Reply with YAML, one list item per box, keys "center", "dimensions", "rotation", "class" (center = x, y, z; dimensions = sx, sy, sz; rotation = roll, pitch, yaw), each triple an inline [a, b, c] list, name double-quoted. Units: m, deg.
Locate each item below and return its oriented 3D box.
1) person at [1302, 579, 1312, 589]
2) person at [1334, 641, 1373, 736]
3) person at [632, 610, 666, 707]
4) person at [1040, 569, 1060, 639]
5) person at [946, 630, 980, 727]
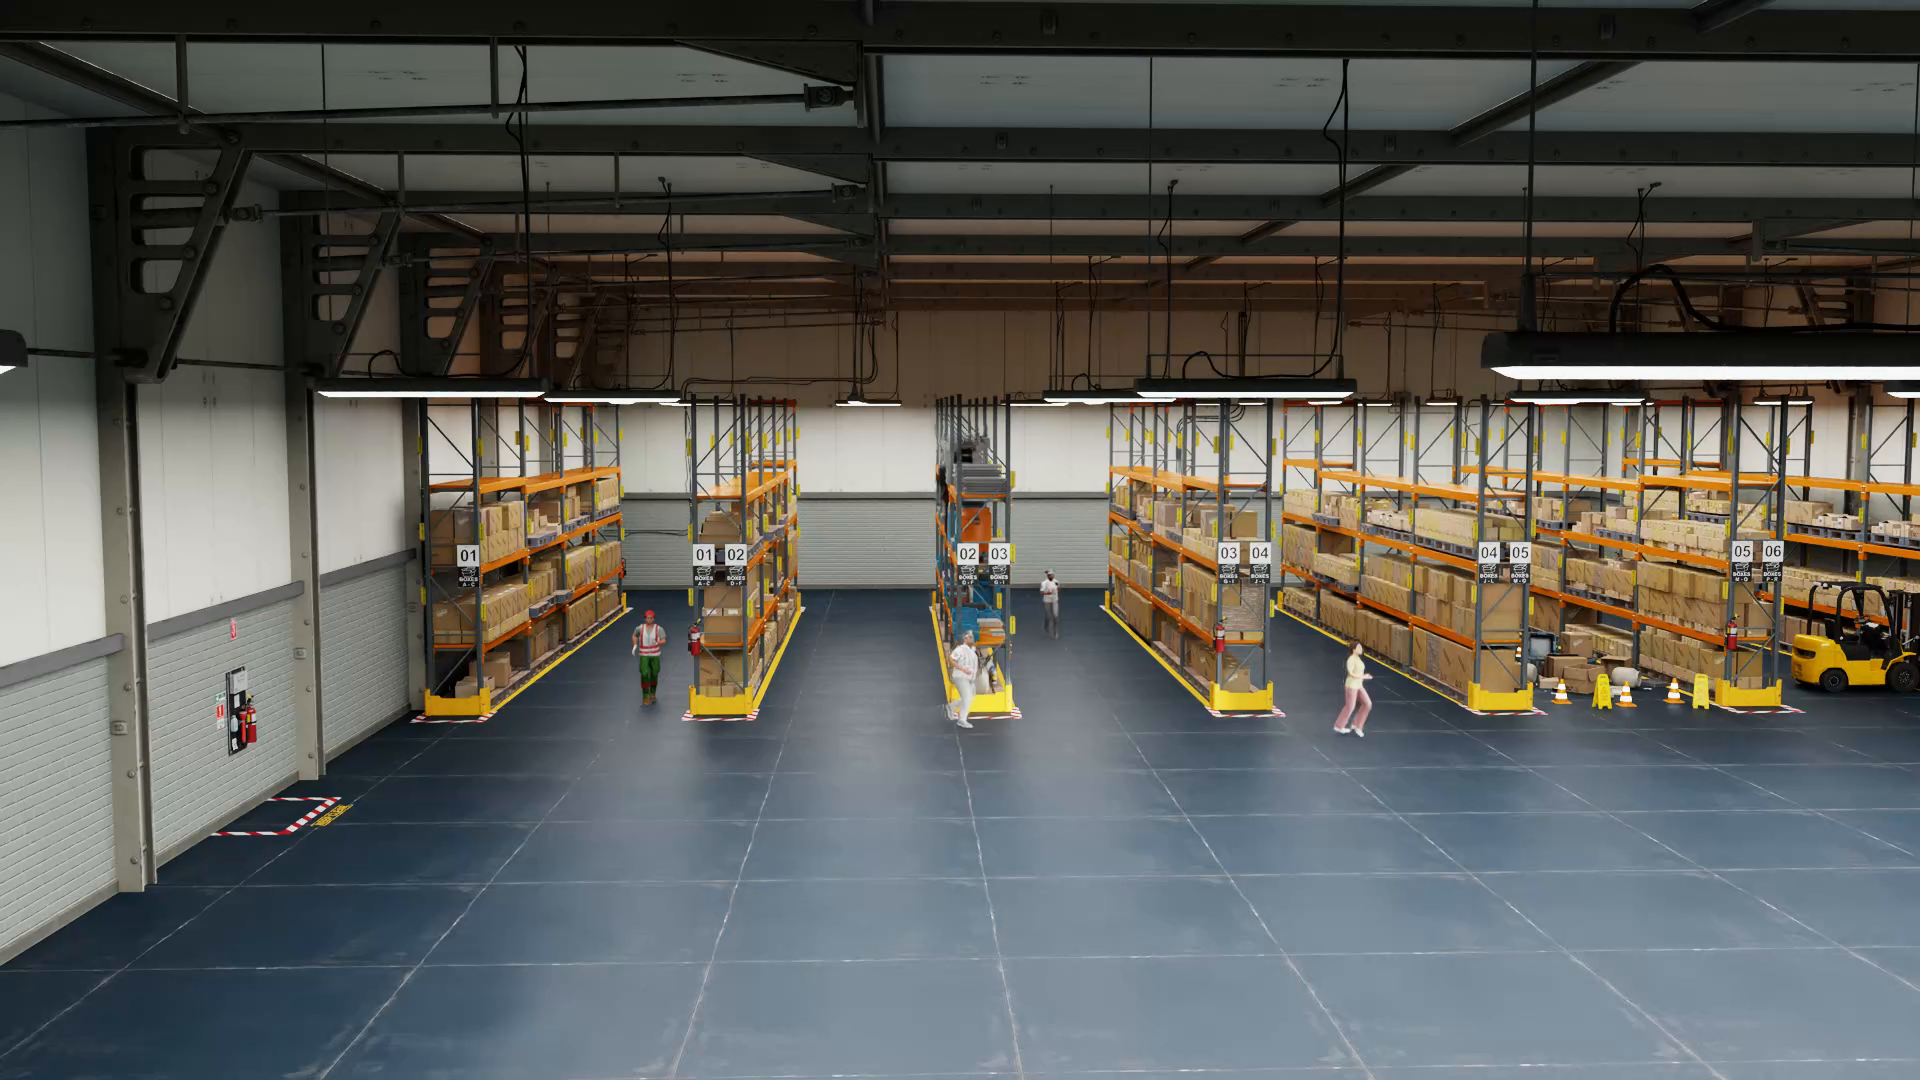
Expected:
- center: [10.305, 0.987, 49.017]
  dimensions: [0.968, 1.726, 0.664]
  rotation: [-1, 5, -7]
  class: "person"
- center: [6.901, 2.614, 29.105]
  dimensions: [0.693, 1.715, 0.588]
  rotation: [3, 5, 35]
  class: "person"
- center: [-6.038, 2.279, 32.317]
  dimensions: [0.649, 1.839, 0.797]
  rotation: [-1, 5, -13]
  class: "person"
- center: [2.270, 1.592, 41.798]
  dimensions: [0.564, 1.754, 0.794]
  rotation: [-1, 5, -9]
  class: "person"
- center: [0.056, 2.494, 30.246]
  dimensions: [0.669, 1.735, 0.701]
  rotation: [4, 6, 39]
  class: "person"
